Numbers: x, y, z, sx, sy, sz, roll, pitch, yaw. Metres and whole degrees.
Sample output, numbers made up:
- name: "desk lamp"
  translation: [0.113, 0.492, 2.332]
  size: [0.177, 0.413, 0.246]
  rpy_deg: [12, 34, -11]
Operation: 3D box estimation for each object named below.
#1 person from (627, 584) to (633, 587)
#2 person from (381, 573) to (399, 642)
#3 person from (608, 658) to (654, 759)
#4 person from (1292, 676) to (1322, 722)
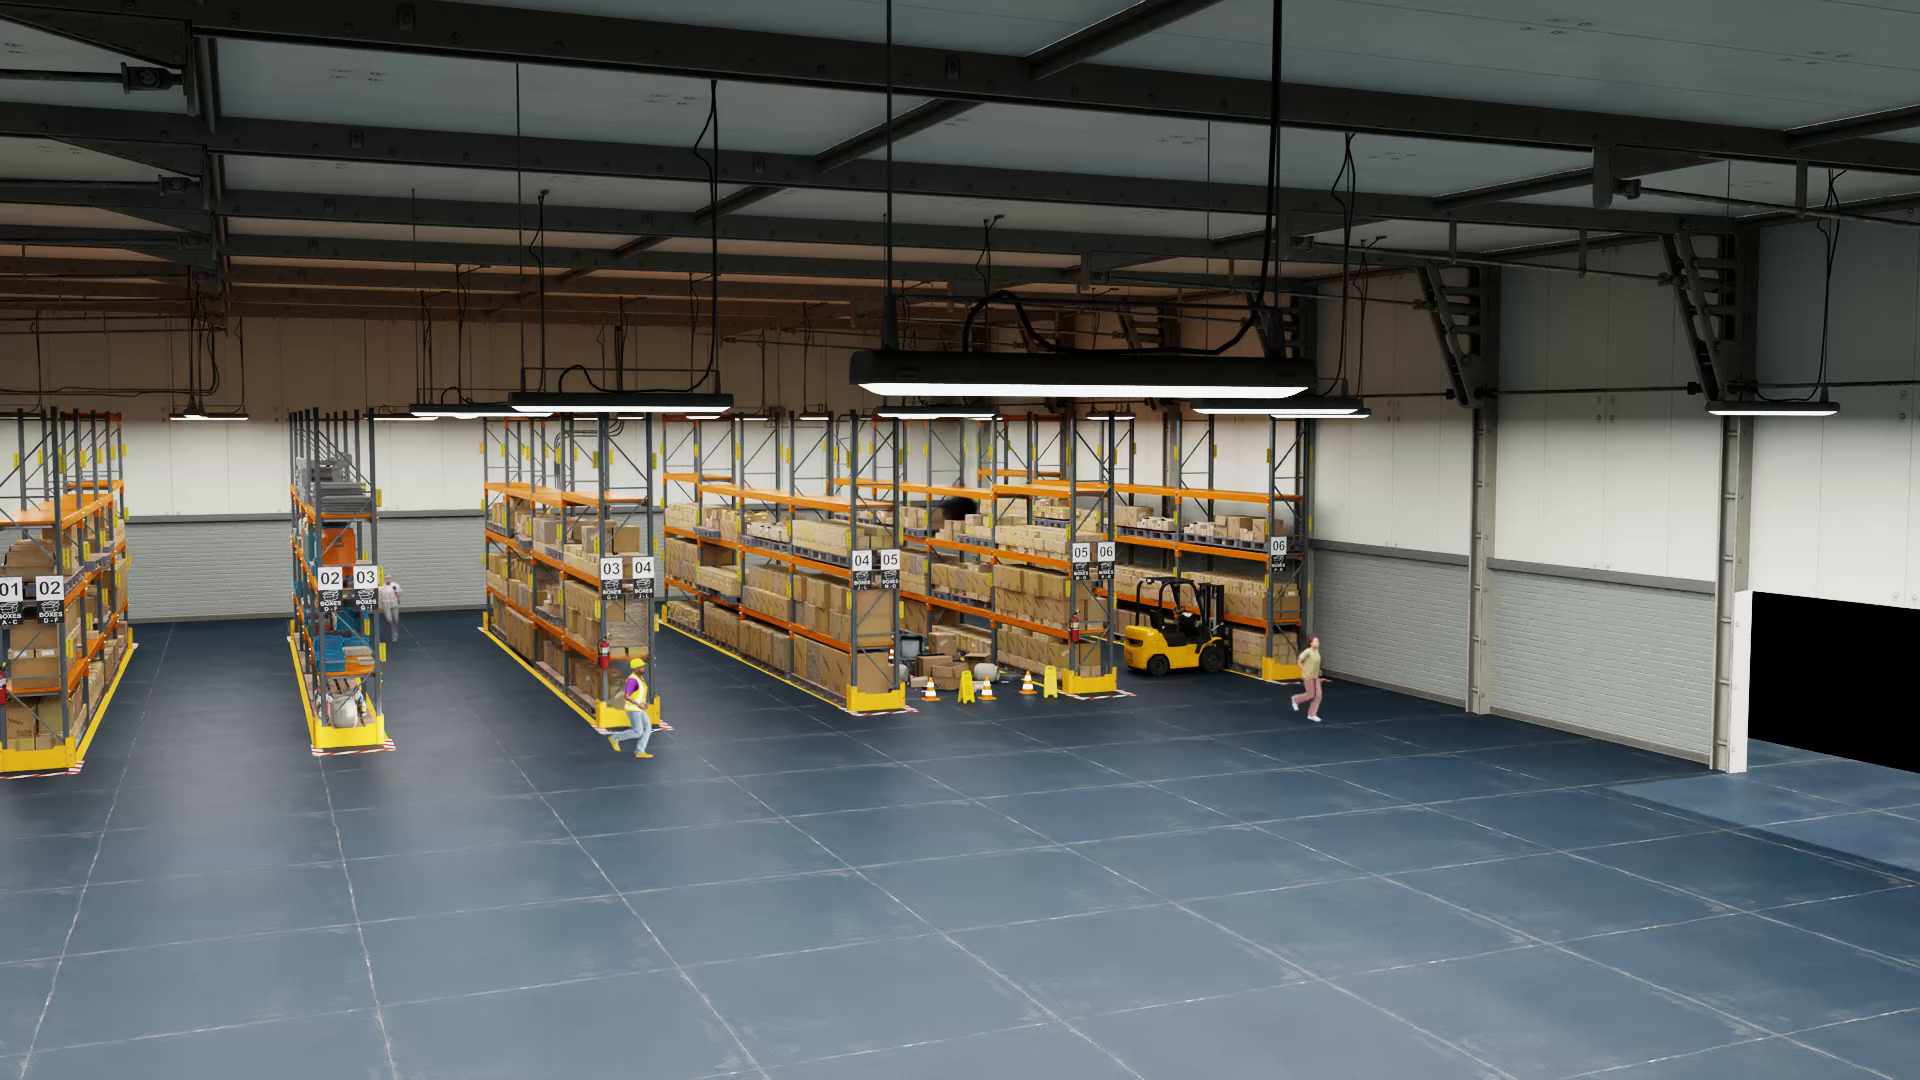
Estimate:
- name: "person"
  translation: [-9.540, 1.597, 47.103]
  size: [0.625, 1.532, 0.718]
  rpy_deg: [0, 4, 2]
- name: "person"
  translation: [-15.063, 1.767, 43.956]
  size: [0.488, 1.842, 0.826]
  rpy_deg: [-2, 5, -32]
- name: "person"
  translation: [-5.614, 2.876, 28.395]
  size: [0.748, 1.723, 0.690]
  rpy_deg: [0, 4, 4]
- name: "person"
  translation: [6.758, 2.991, 32.260]
  size: [0.347, 0.975, 0.710]
  rpy_deg: [-4, 5, -42]
